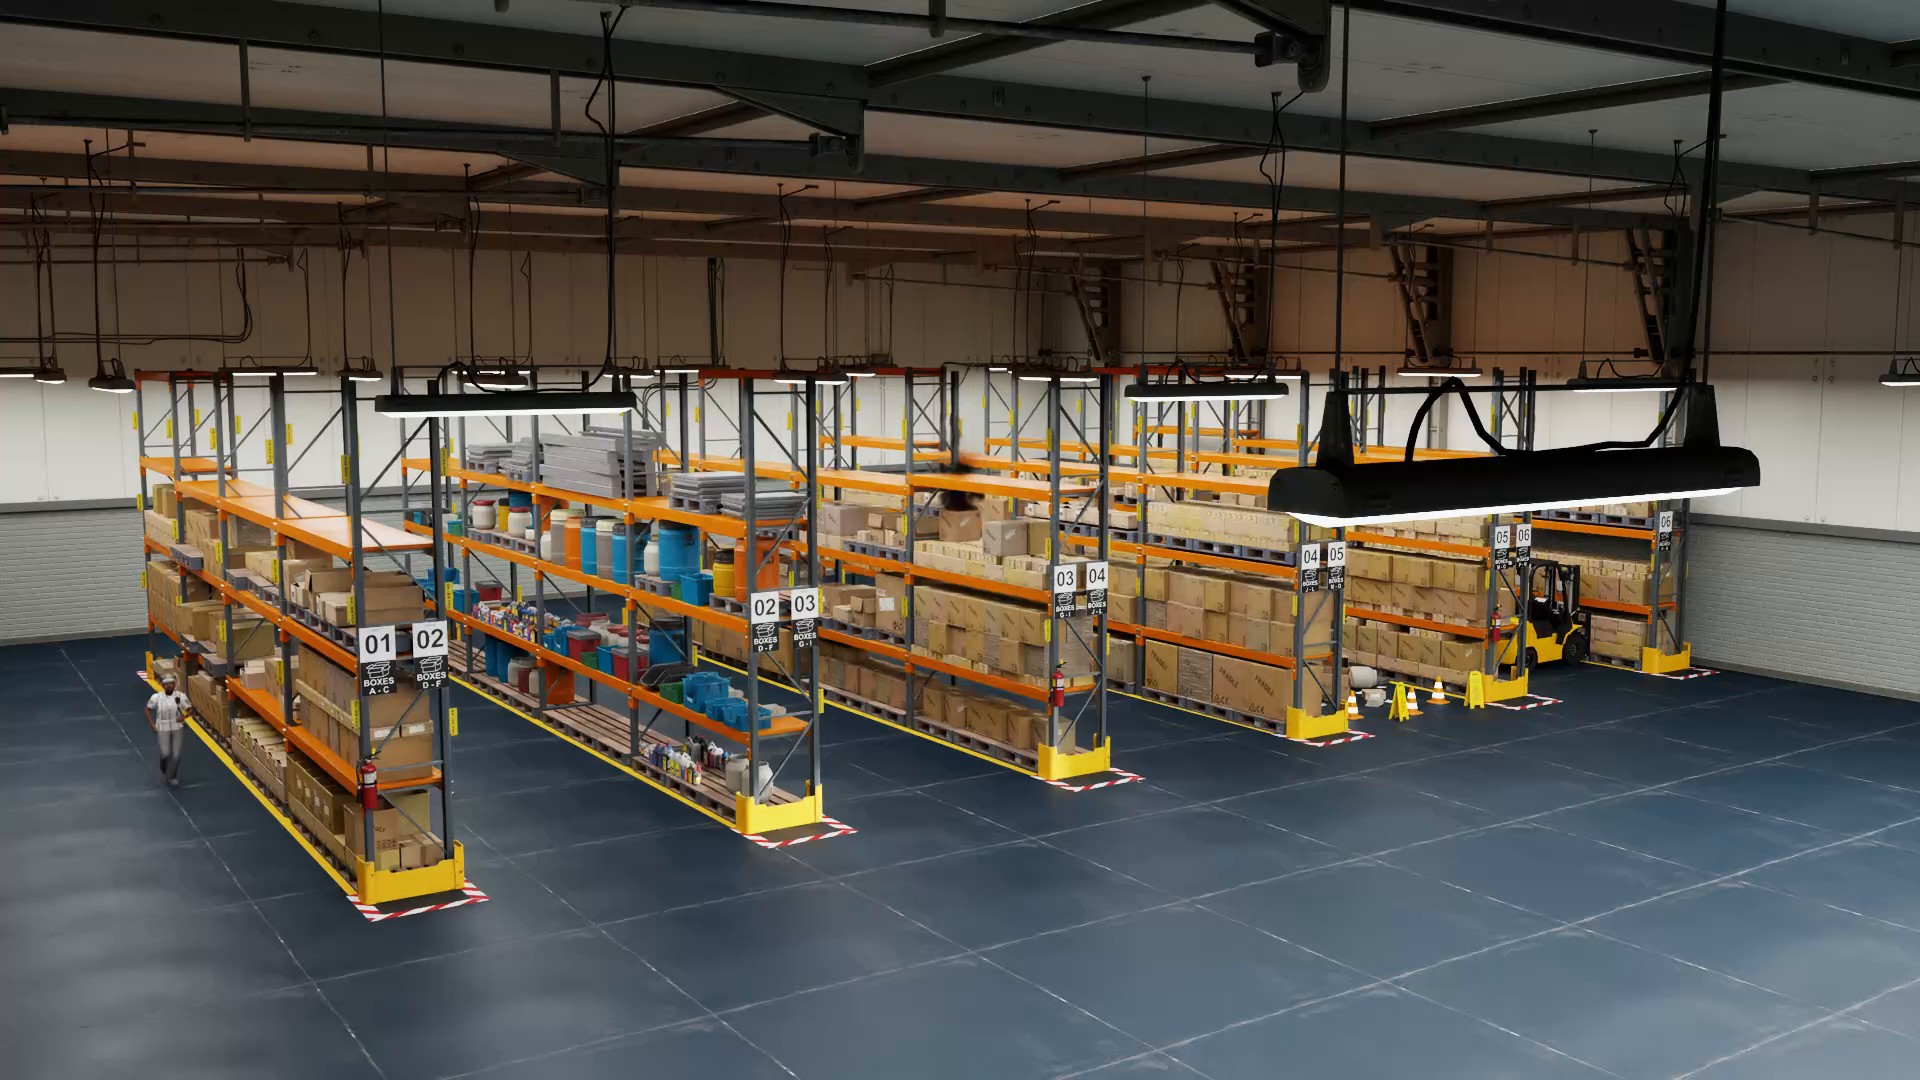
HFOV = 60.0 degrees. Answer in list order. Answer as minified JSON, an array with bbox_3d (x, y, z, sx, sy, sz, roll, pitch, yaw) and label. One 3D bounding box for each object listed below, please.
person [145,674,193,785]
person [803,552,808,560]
[{"bbox_3d":[-11.481,2.765,24.195,0.628,1.665,0.546,-4,7,-30],"label":"person"},{"bbox_3d":[-3.518,1.108,38.481,0.696,1.763,0.941,-4,7,-30],"label":"person"}]
